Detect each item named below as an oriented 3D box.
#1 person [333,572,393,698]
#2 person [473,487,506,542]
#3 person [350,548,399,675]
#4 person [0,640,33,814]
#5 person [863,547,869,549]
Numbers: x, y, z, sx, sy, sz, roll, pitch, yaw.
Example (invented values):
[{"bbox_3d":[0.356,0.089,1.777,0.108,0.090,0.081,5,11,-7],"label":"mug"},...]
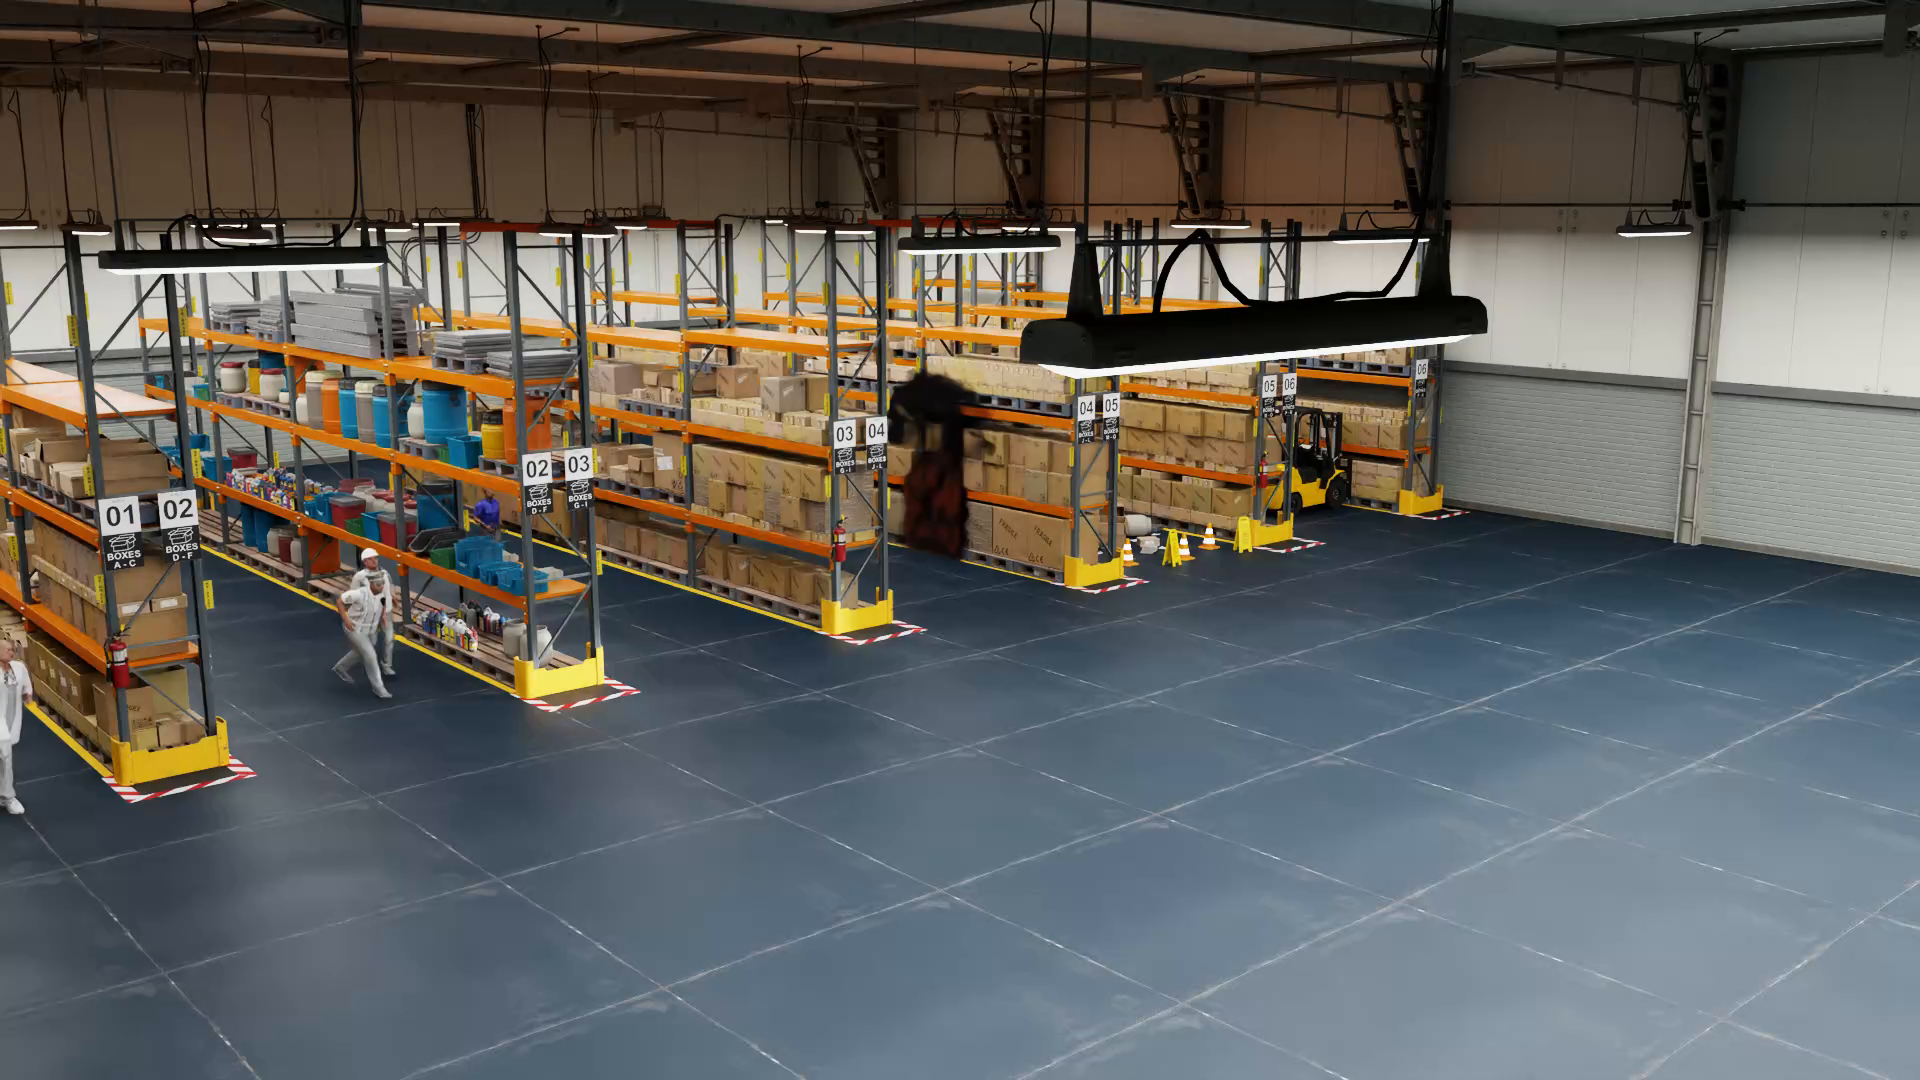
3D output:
[{"bbox_3d":[-7.886,1.219,21.763,1.029,1.720,0.704,6,13,28],"label":"person"},{"bbox_3d":[-8.076,-0.144,28.535,0.589,1.596,0.562,9,14,37],"label":"person"},{"bbox_3d":[-7.986,0.965,22.718,0.669,1.733,0.760,-11,15,-42],"label":"person"},{"bbox_3d":[-10.264,1.945,17.821,0.998,1.784,0.733,5,12,22],"label":"person"},{"bbox_3d":[-2.037,-0.729,29.490,0.952,1.845,0.716,7,13,30],"label":"person"}]
